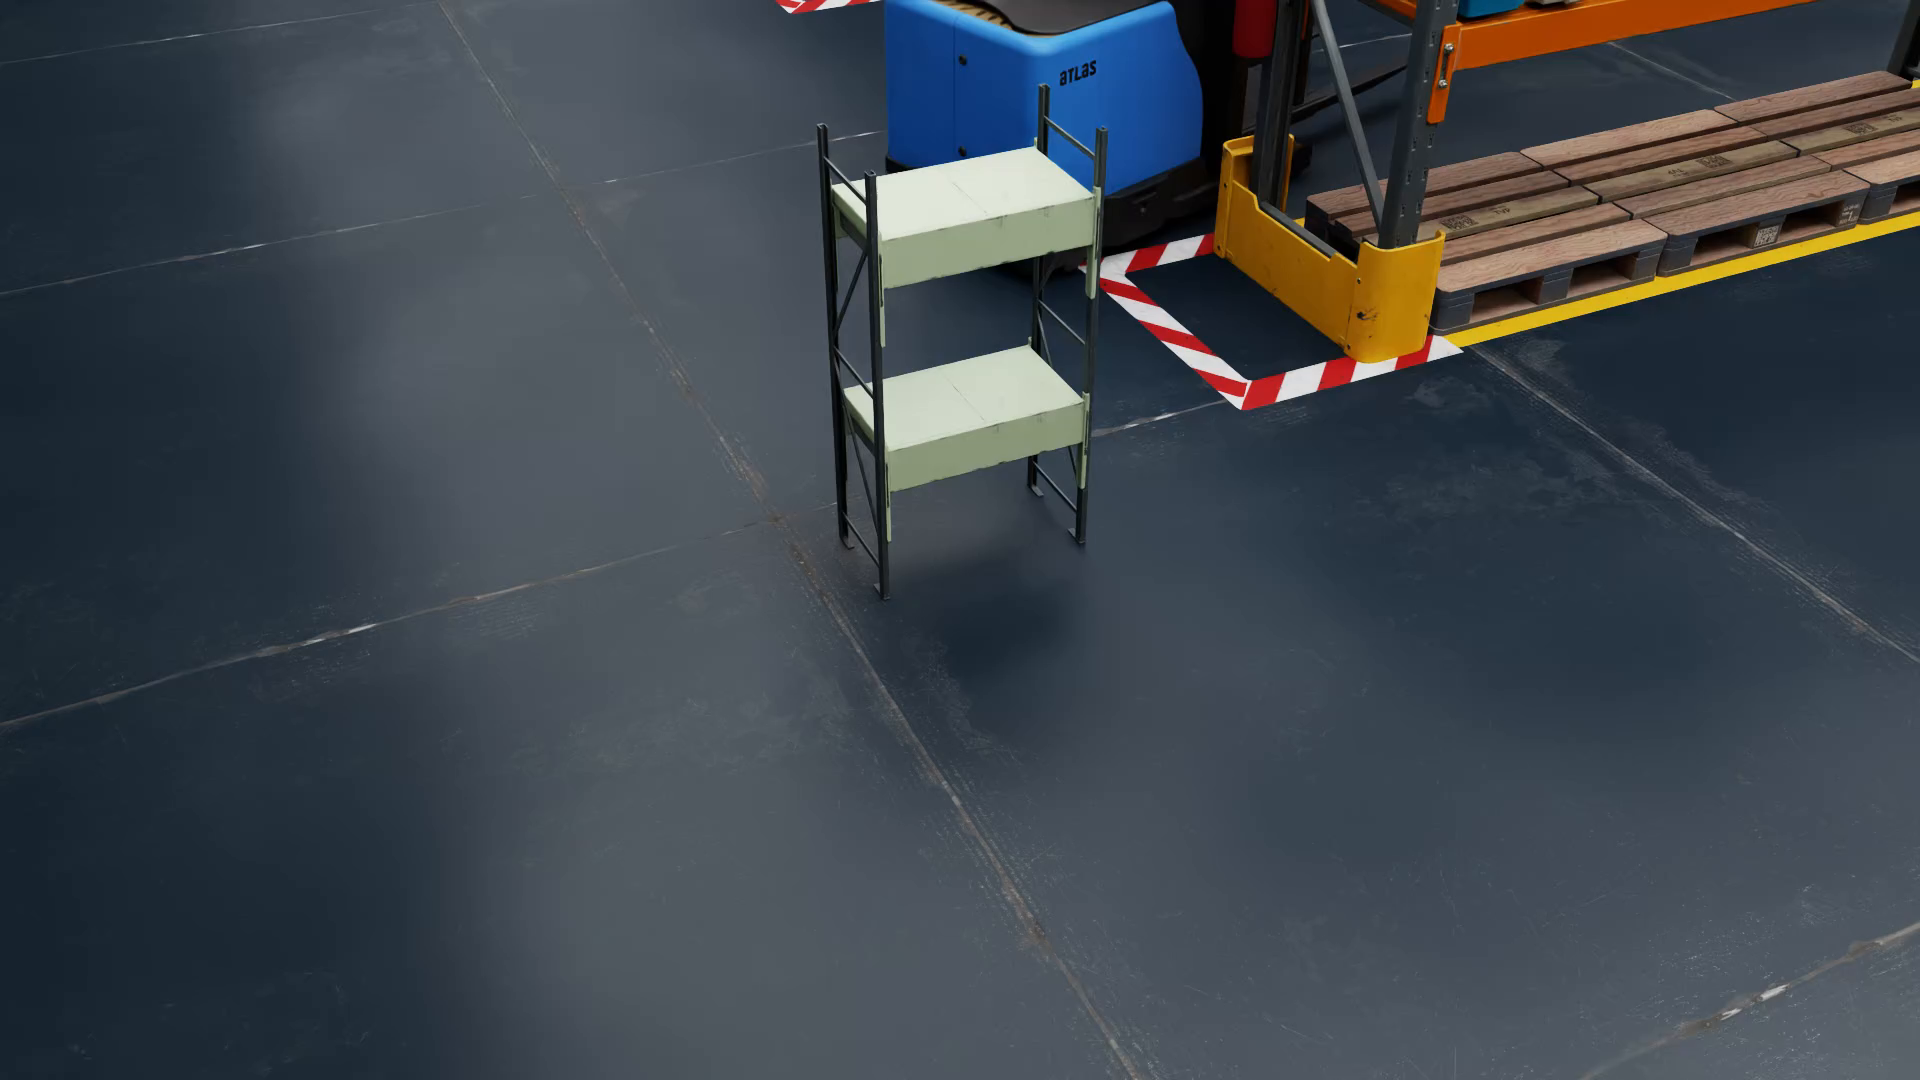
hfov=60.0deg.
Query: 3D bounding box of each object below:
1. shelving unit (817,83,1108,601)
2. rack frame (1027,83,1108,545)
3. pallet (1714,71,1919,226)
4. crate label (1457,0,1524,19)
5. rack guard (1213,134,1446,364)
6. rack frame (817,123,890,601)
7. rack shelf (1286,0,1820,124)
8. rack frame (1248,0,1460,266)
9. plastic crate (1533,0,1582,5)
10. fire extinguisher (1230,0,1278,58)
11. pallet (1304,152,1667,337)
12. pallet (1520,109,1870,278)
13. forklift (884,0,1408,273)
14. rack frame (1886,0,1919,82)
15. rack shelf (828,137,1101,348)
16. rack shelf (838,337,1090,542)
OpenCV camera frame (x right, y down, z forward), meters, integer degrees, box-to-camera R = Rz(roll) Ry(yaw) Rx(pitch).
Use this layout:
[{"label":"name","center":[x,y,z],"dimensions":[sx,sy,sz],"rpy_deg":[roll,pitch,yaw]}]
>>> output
[{"label":"shelving unit","center":[0.006,-0.604,5.305],"dimensions":[0.755,1.500,0.431],"rpy_deg":[-16,39,-20]},{"label":"rack frame","center":[0.337,-0.697,5.430],"dimensions":[0.023,1.500,0.400],"rpy_deg":[-16,39,-20]},{"label":"pallet","center":[4.513,-1.961,8.216],"dimensions":[1.213,0.211,1.003],"rpy_deg":[-16,39,-20]},{"label":"crate label","center":[1.904,-2.117,6.176],"dimensions":[0.303,0.233,0.416],"rpy_deg":[-16,39,-20]},{"label":"rack guard","center":[1.525,-1.258,7.027],"dimensions":[0.348,0.500,1.175],"rpy_deg":[-16,39,-20]},{"label":"rack frame","center":[-0.325,-0.511,5.181],"dimensions":[0.023,1.500,0.400],"rpy_deg":[-16,39,-20]},{"label":"rack shelf","center":[3.352,-2.492,7.196],"dimensions":[4.000,0.370,1.077],"rpy_deg":[-16,39,-20]},{"label":"rack frame","center":[1.541,-2.275,6.300],"dimensions":[0.127,3.000,1.000],"rpy_deg":[-16,39,-20]},{"label":"plastic crate","center":[2.230,-2.115,6.254],"dimensions":[0.298,0.136,0.250],"rpy_deg":[-16,39,-20]},{"label":"fire extinguisher","center":[1.211,-2.301,6.713],"dimensions":[0.183,0.674,0.296],"rpy_deg":[-16,39,-20]},{"label":"pallet","center":[2.304,-1.343,7.383],"dimensions":[1.213,0.211,1.003],"rpy_deg":[-16,39,-20]},{"label":"pallet","center":[3.407,-1.649,7.797],"dimensions":[1.213,0.211,1.003],"rpy_deg":[-16,39,-20]},{"label":"forklift","center":[1.083,-3.083,7.446],"dimensions":[3.031,2.935,1.130],"rpy_deg":[-29,45,-33]},{"label":"rack frame","center":[5.162,-3.288,7.665],"dimensions":[0.127,3.000,1.000],"rpy_deg":[-16,39,-20]},{"label":"rack shelf","center":[0.006,-0.918,5.073],"dimensions":[0.720,0.370,0.431],"rpy_deg":[-16,39,-20]},{"label":"rack shelf","center":[0.006,-0.342,5.500],"dimensions":[0.720,0.370,0.431],"rpy_deg":[-16,39,-20]}]
